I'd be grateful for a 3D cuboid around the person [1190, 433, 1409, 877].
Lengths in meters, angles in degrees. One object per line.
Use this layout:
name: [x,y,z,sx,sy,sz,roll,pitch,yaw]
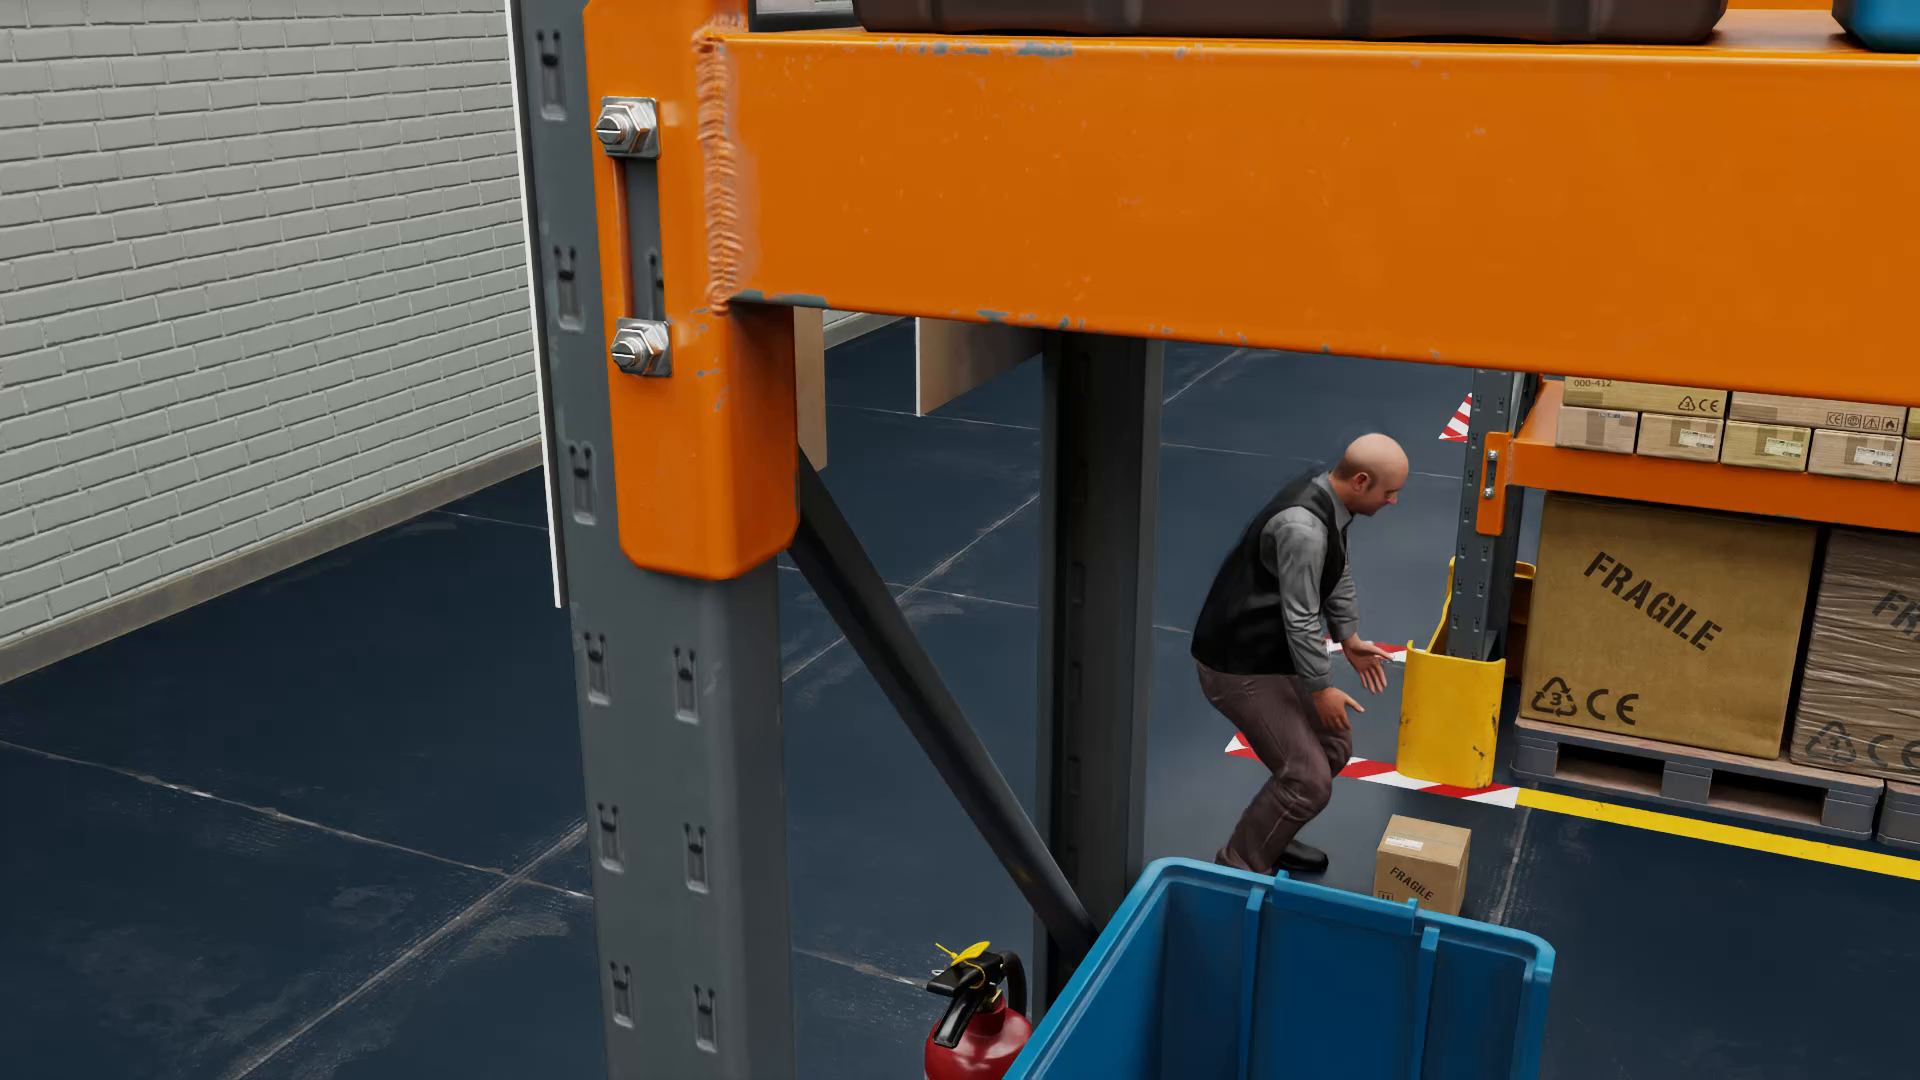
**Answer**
person: [1.067,0.391,5.269,0.579,1.533,0.586,9,21,23]
